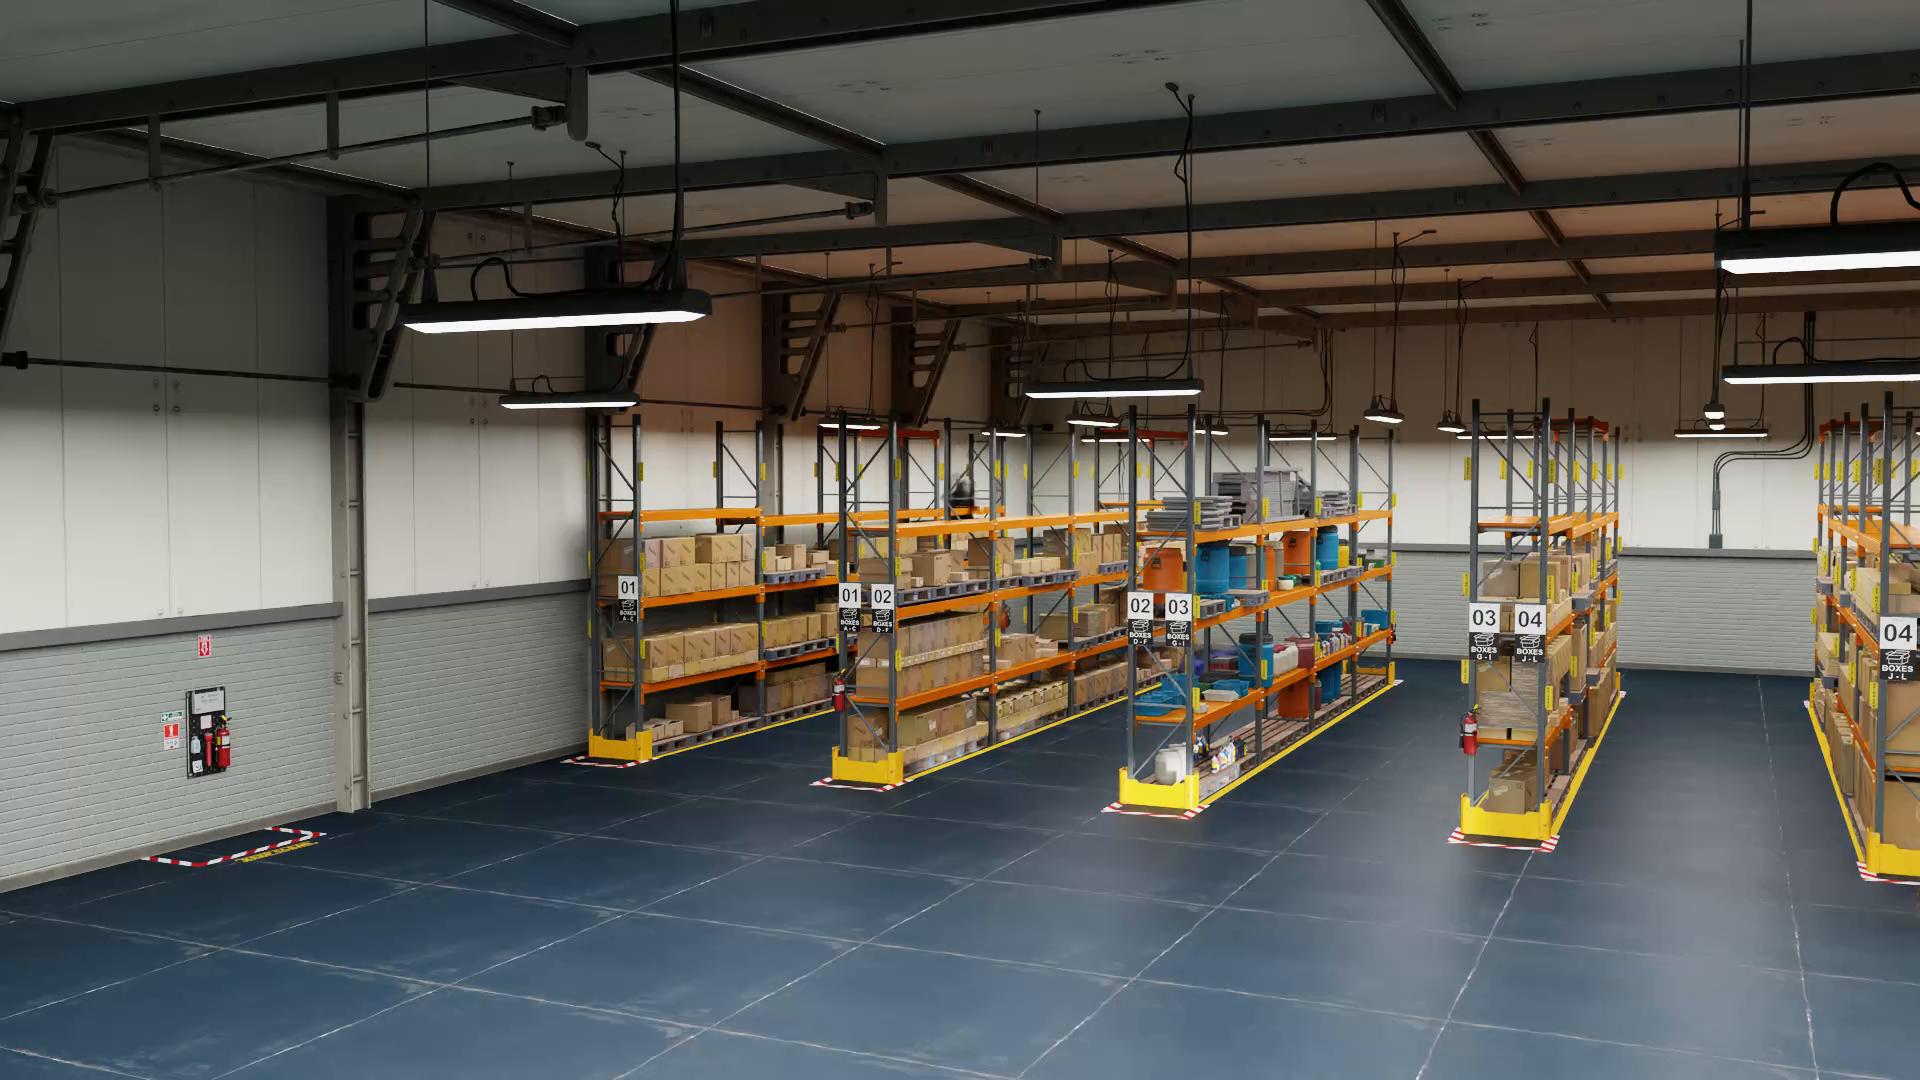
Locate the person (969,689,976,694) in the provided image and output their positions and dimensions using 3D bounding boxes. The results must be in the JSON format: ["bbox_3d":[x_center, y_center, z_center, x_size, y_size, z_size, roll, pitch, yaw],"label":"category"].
[{"bbox_3d":[0.236,2.705,35.484,0.612,1.617,0.894,1,2,19],"label":"person"}]

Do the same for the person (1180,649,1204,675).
[{"bbox_3d":[4.457,2.880,32.097,0.567,1.625,0.578,1,3,28],"label":"person"}]
